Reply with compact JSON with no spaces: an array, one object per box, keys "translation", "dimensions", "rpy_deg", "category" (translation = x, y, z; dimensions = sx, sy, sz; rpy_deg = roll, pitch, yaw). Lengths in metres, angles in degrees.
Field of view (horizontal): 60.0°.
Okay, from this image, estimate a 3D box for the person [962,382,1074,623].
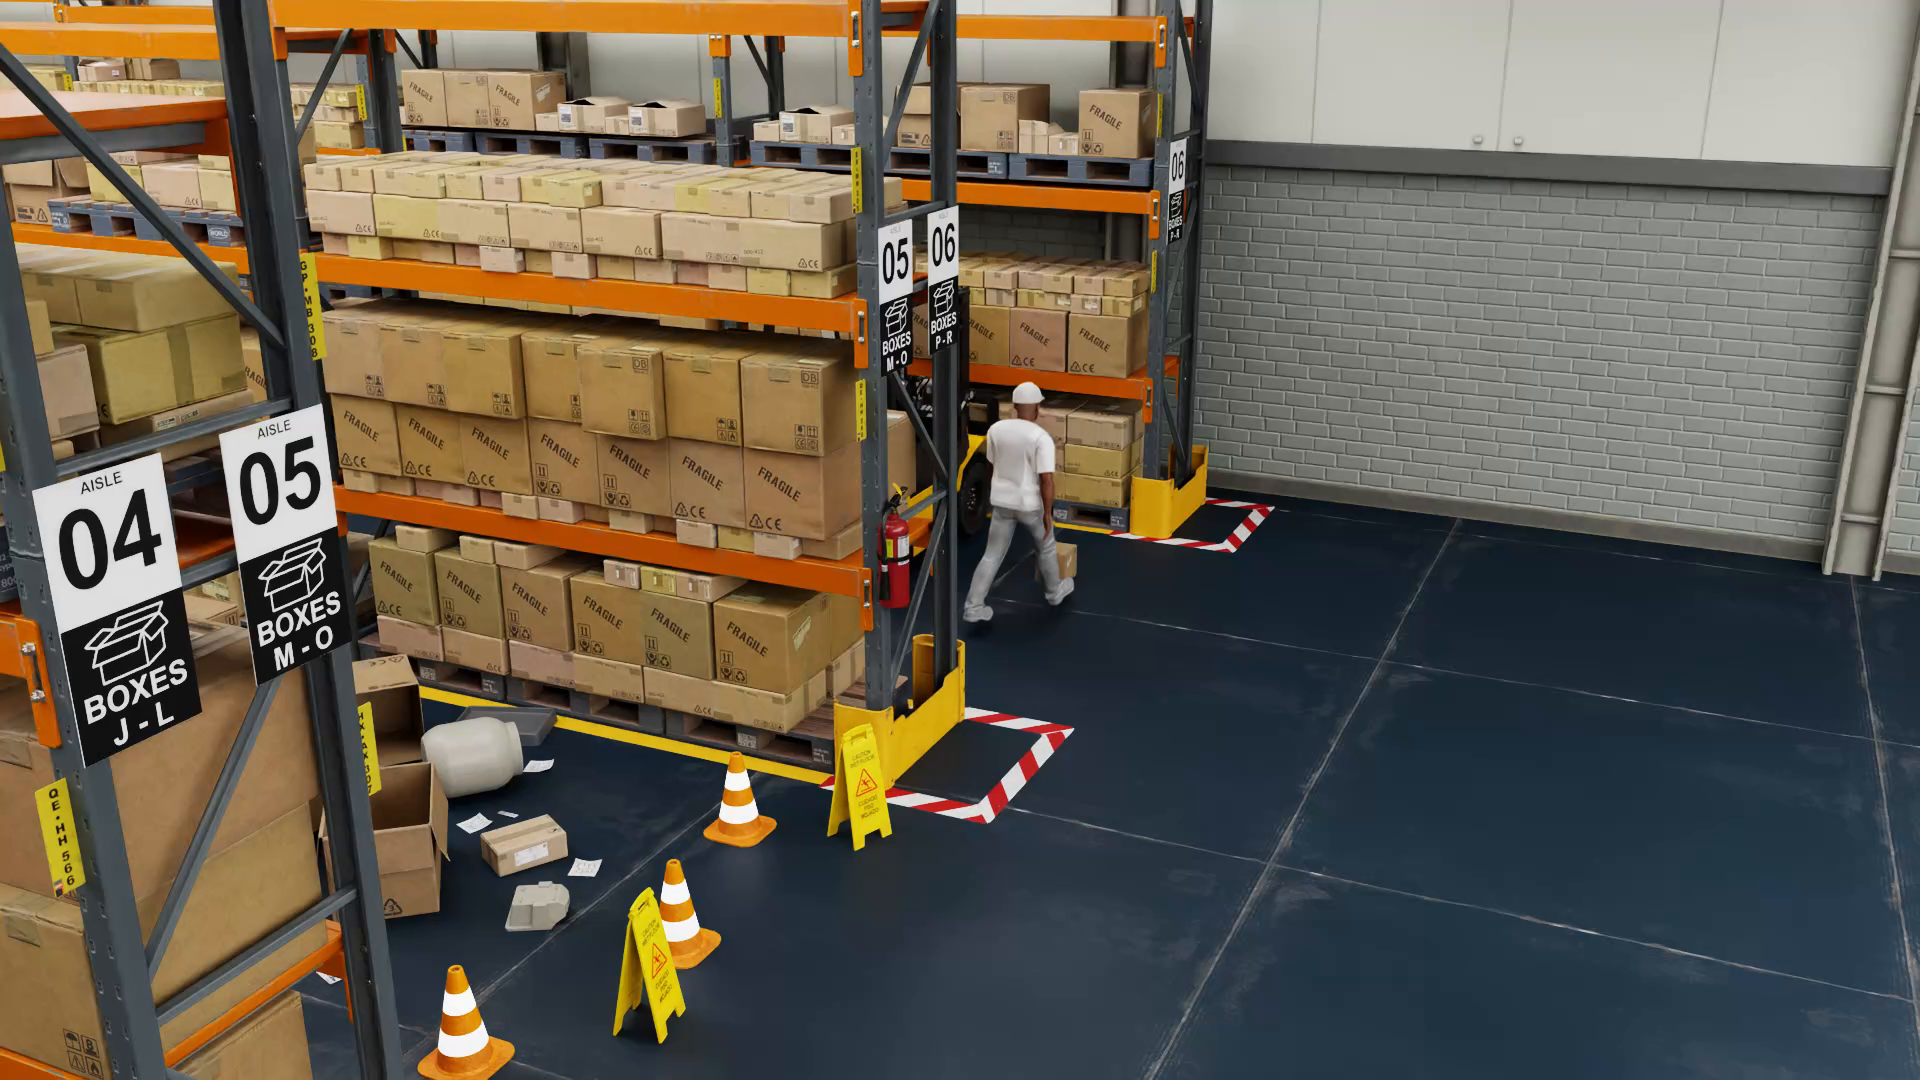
[{"translation":[0.449,-0.274,11.862],"dimensions":[0.596,1.719,1.091],"rpy_deg":[11,22,29],"category":"person"}]
